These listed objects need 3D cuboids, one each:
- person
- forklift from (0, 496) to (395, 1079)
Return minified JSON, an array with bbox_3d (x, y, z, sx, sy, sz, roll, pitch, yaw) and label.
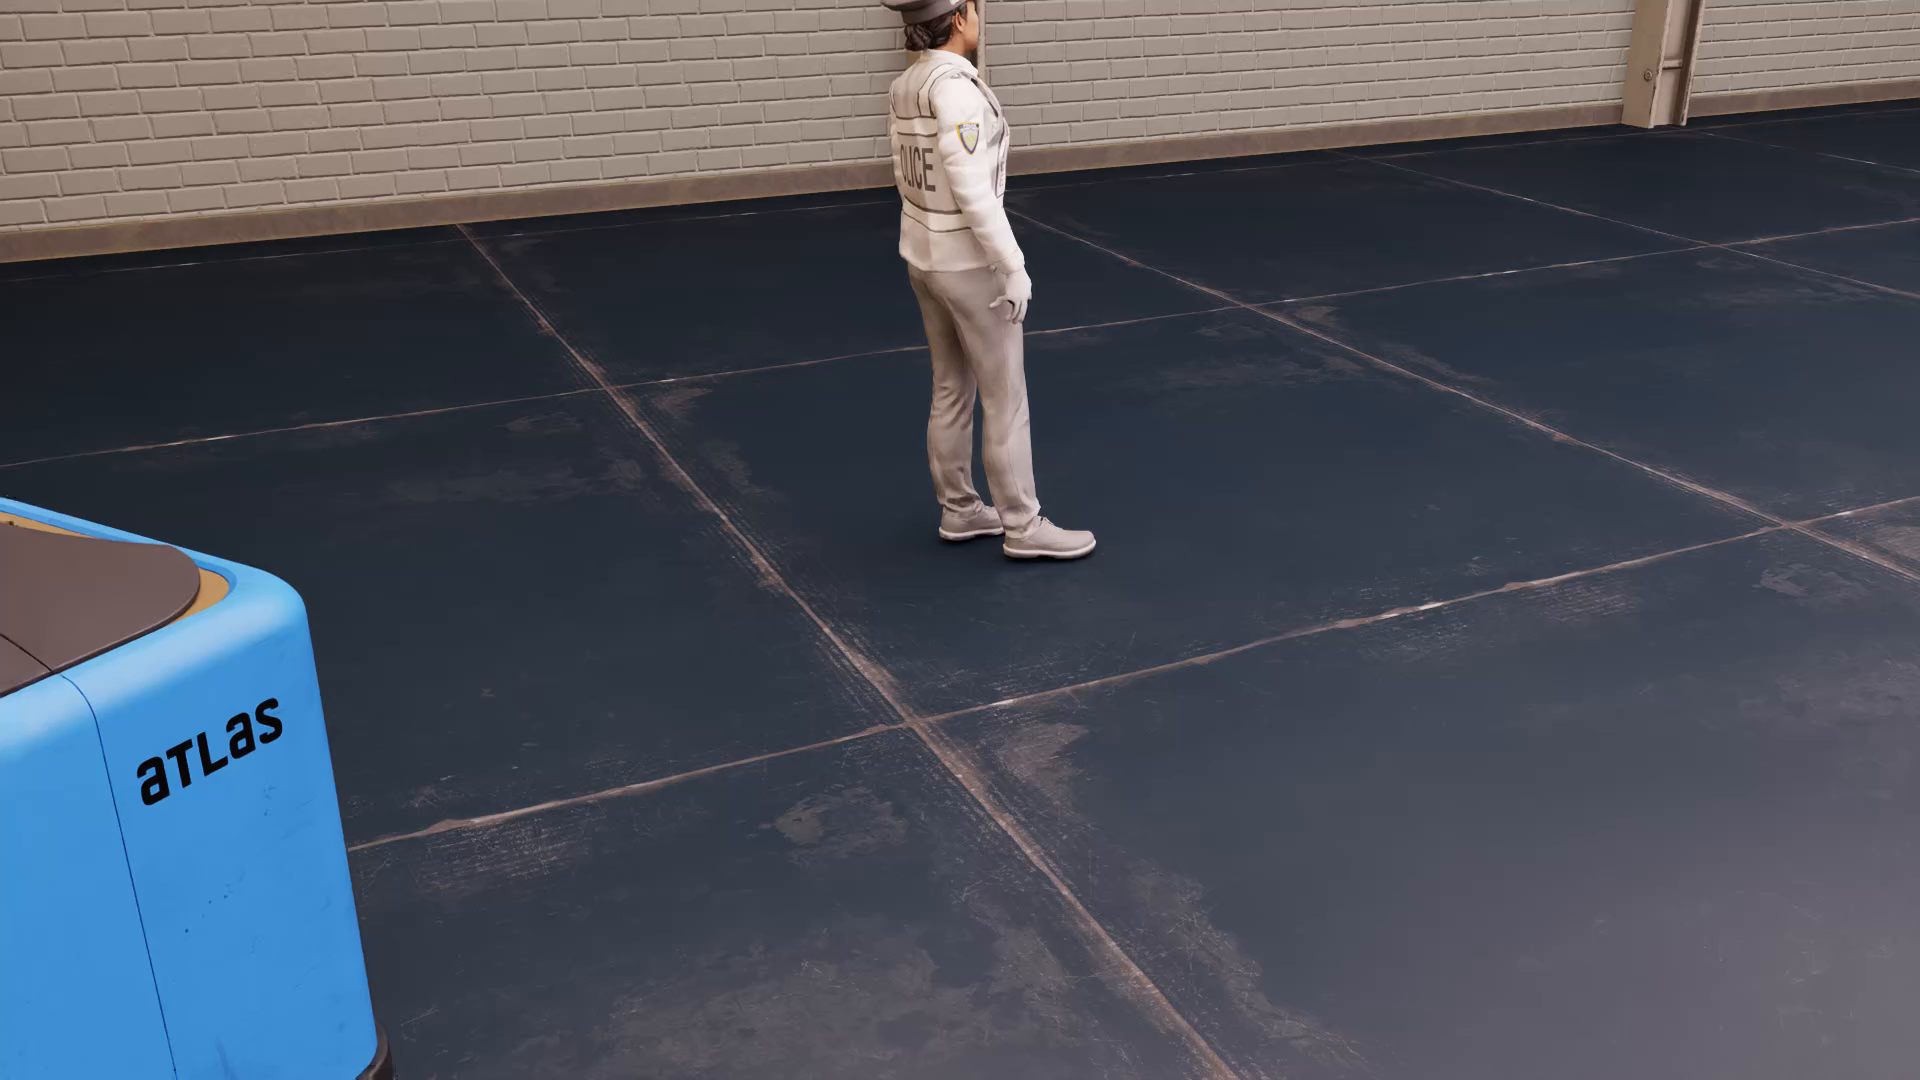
[{"bbox_3d":[0.065,-0.798,4.800,0.531,1.695,0.588,-10,25,-23],"label":"person"},{"bbox_3d":[-2.001,0.094,1.060,1.130,2.935,3.031,12,25,26],"label":"forklift"}]
